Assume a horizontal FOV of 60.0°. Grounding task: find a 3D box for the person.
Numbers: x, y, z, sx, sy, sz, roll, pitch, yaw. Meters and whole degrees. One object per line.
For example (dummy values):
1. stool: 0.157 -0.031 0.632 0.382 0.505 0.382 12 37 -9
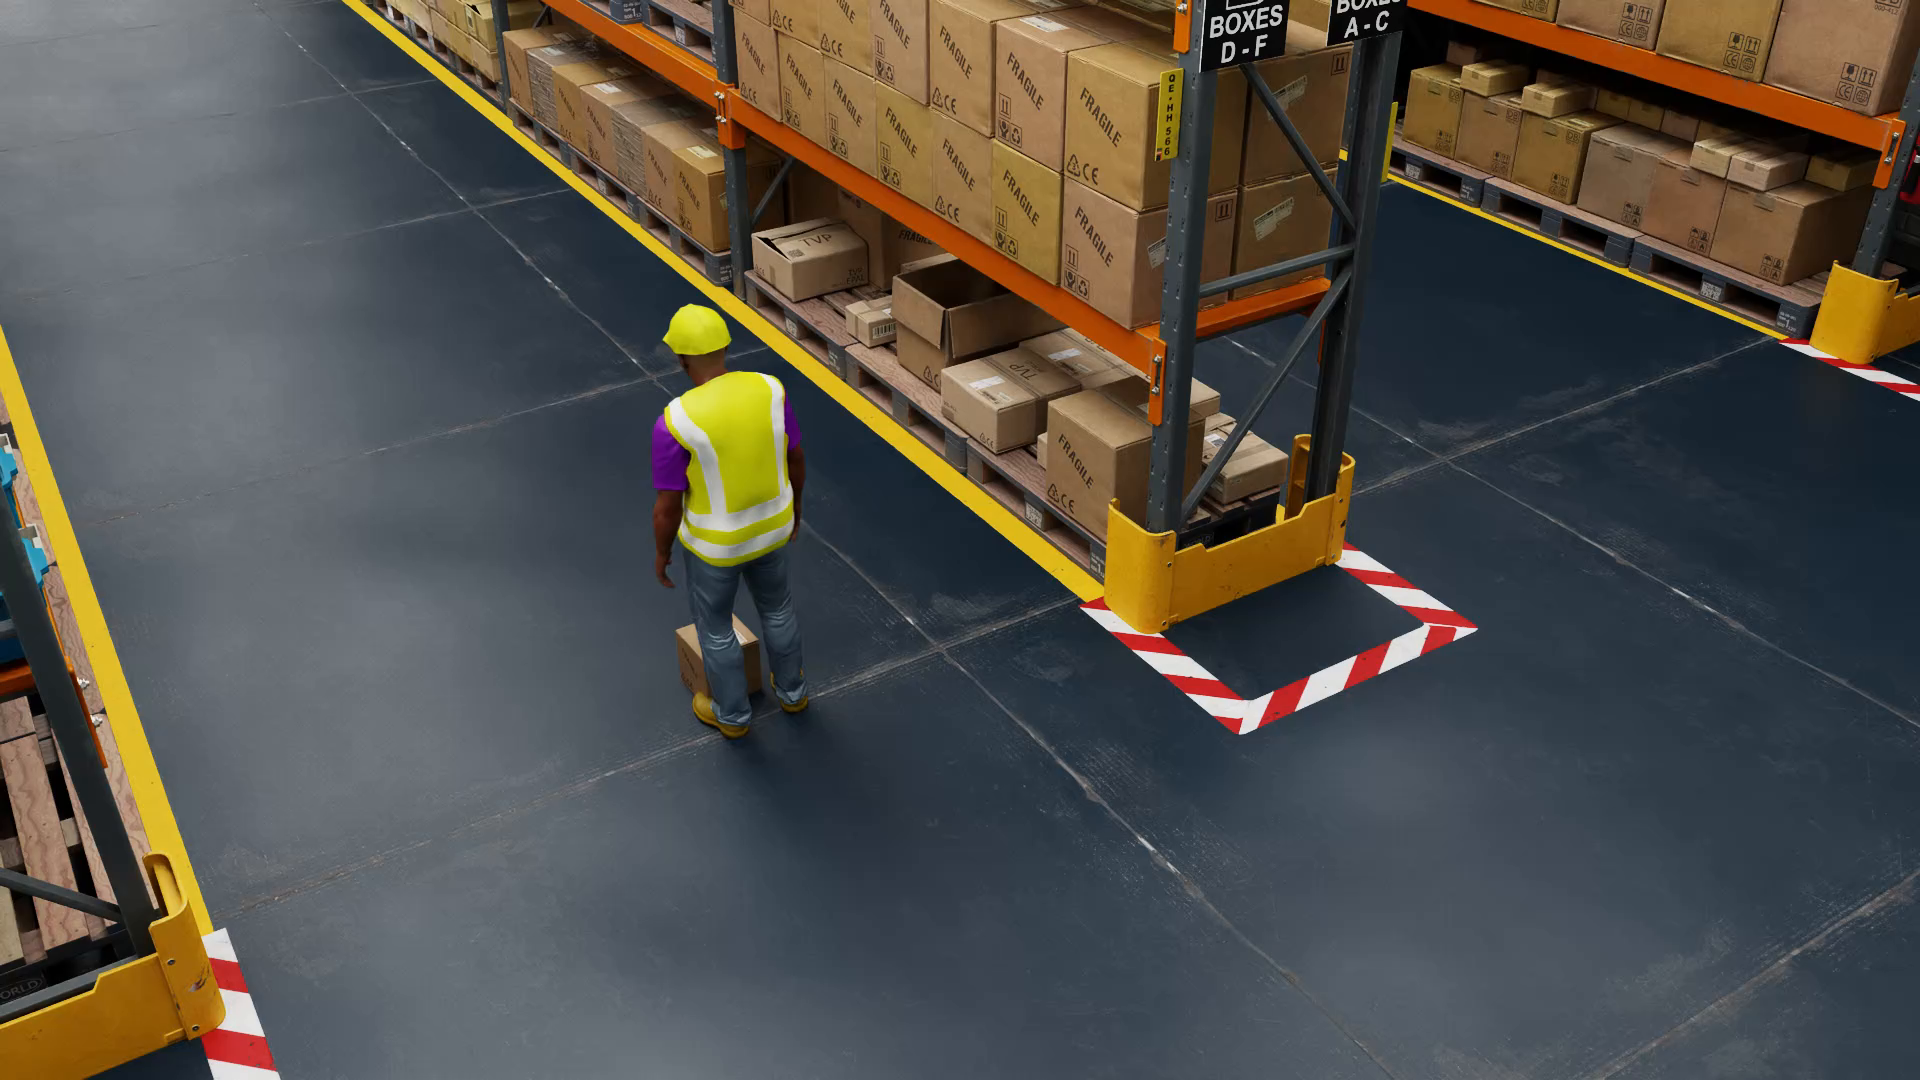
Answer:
1. person: -0.857 -0.048 6.197 0.635 1.760 0.458 -21 38 -30
